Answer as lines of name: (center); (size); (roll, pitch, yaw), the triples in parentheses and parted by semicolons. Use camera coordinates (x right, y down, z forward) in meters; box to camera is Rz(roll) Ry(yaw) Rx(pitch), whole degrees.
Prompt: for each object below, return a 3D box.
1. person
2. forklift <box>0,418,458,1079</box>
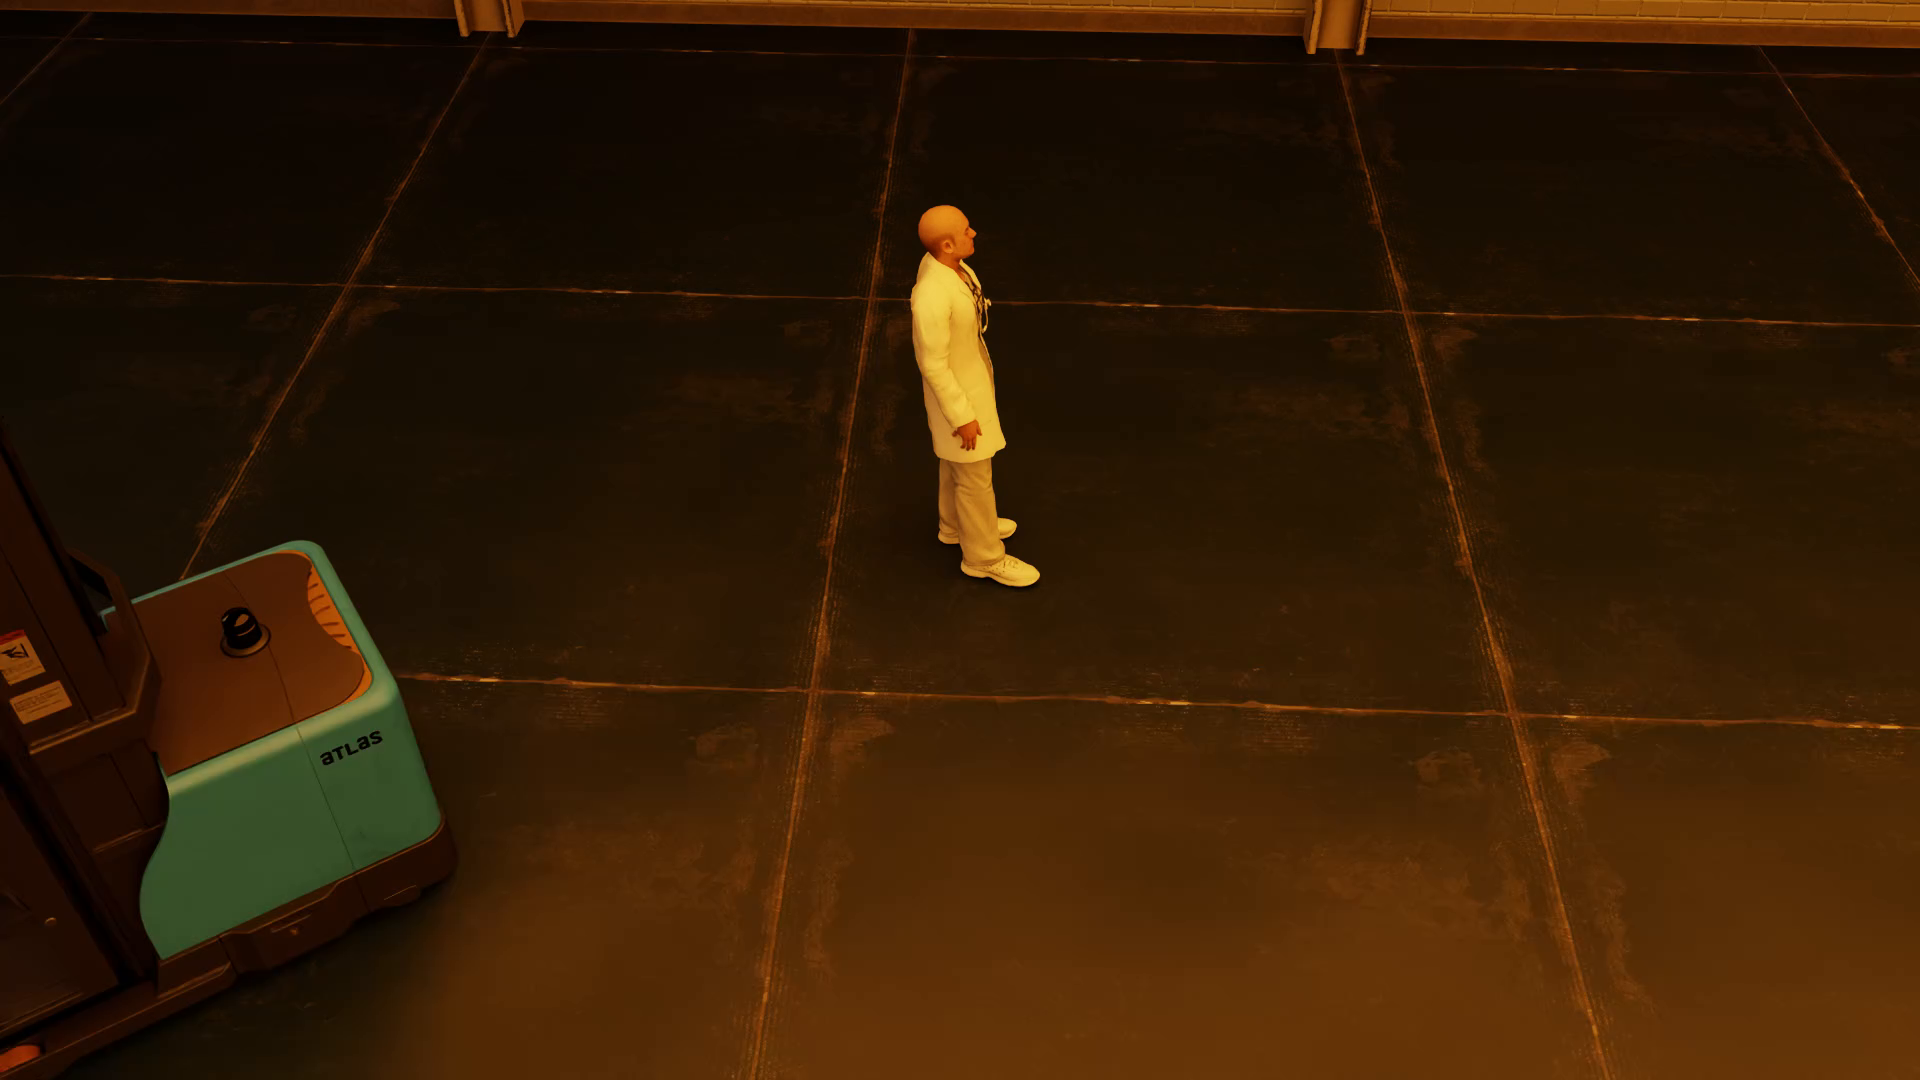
person: (0.091, -0.656, 7.306); (0.578, 1.777, 0.696); (2, 42, 2)
forklift: (-3.462, 0.502, 5.192); (3.031, 2.935, 1.130); (-24, 48, -24)
